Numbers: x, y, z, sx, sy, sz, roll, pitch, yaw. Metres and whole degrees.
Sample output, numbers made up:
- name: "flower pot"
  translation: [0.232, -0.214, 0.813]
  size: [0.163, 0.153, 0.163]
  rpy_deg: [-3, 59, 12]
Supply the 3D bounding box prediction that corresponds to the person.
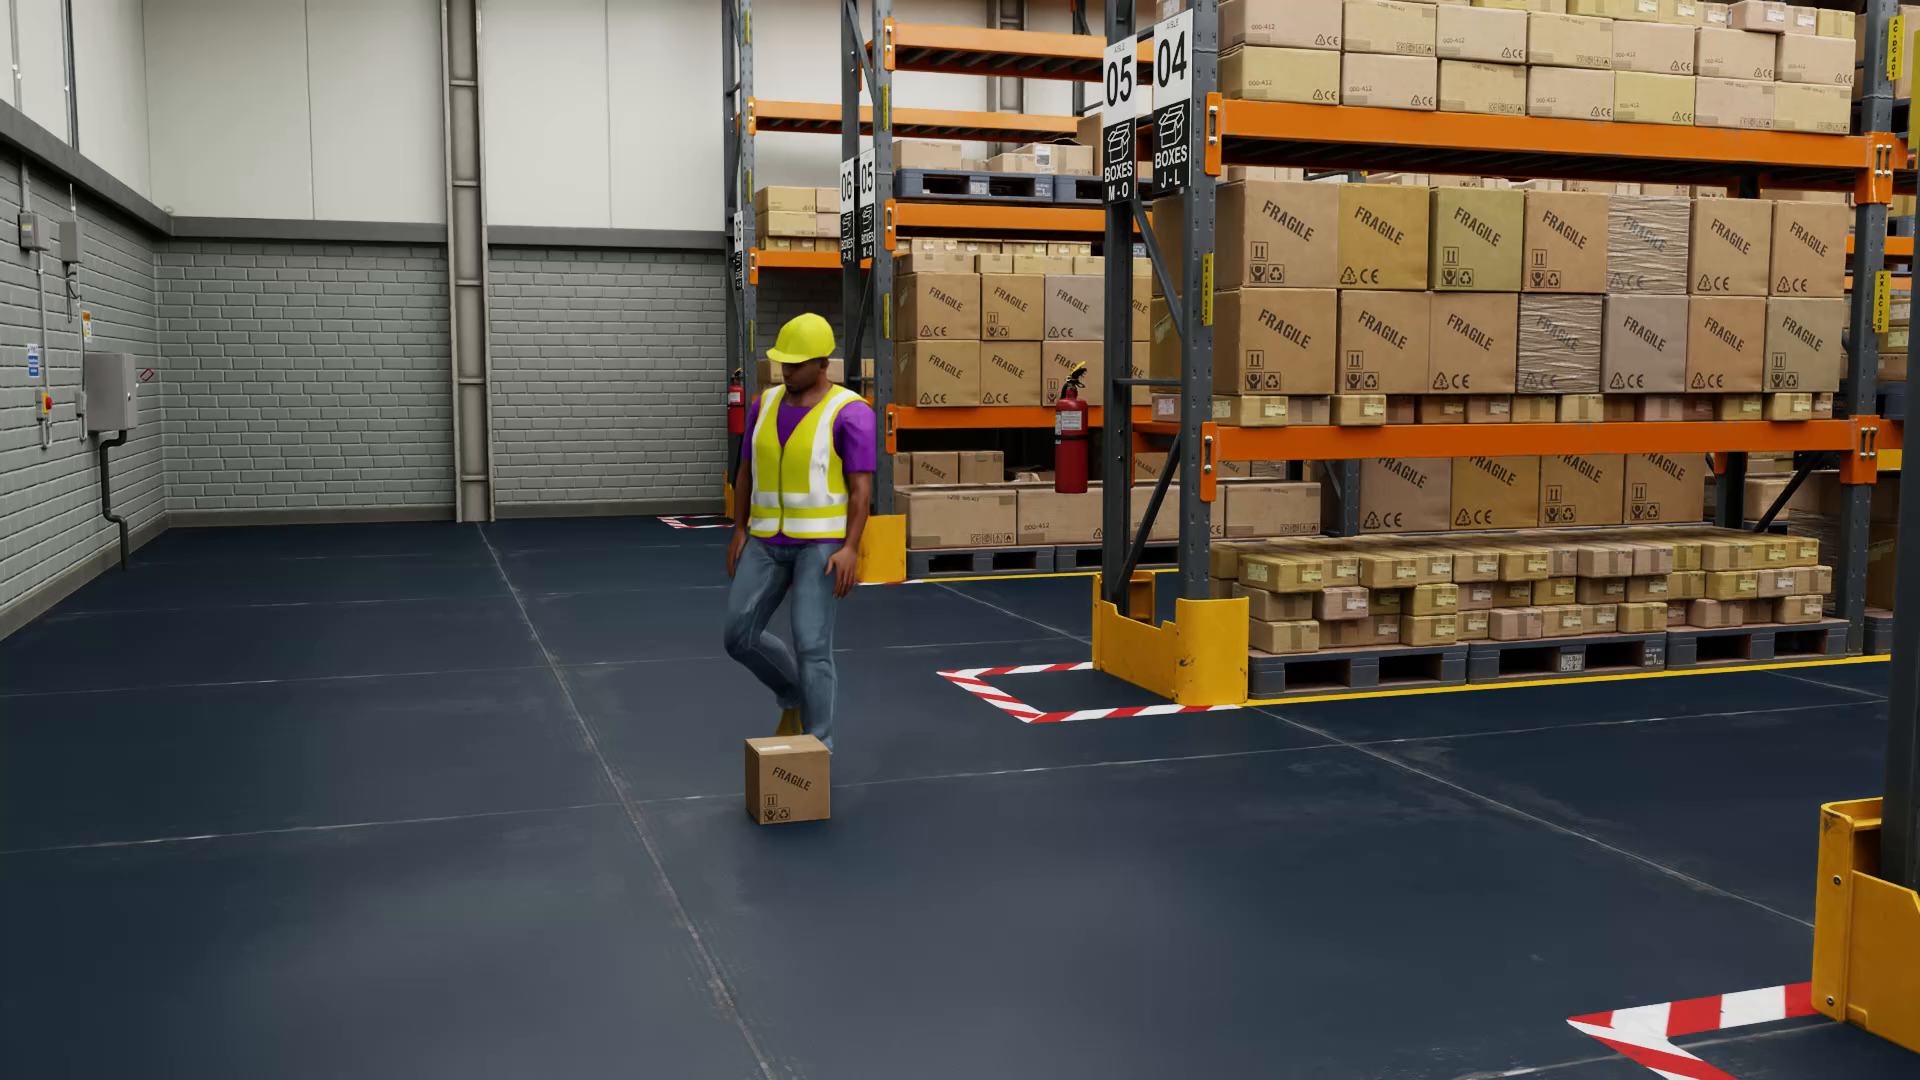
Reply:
- name: "person"
  translation: [-0.608, 0.018, 6.384]
  size: [0.597, 1.761, 0.581]
  rpy_deg: [3, 6, 26]
